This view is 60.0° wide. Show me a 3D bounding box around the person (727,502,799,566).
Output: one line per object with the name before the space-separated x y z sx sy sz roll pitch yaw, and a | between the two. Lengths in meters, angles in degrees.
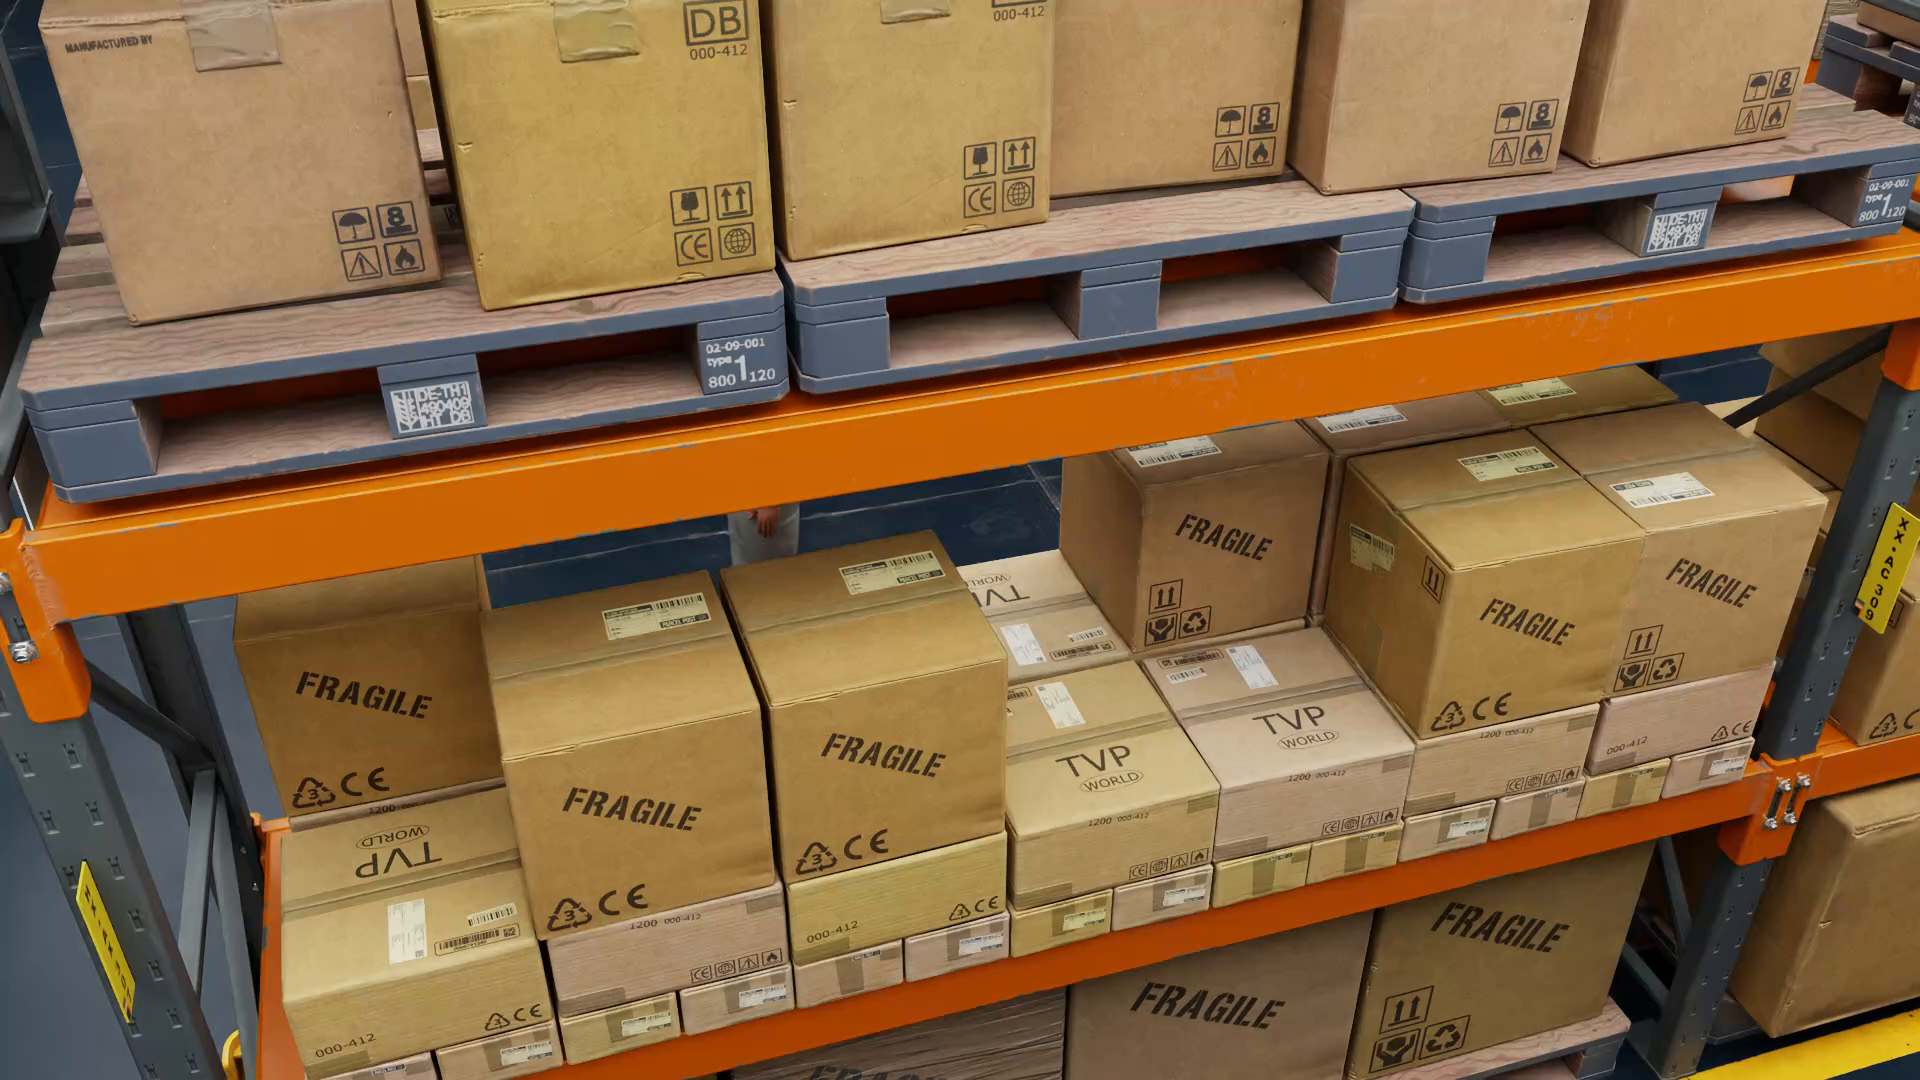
person | -0.824 -0.284 6.562 0.671 1.775 0.565 -1 34 -1
